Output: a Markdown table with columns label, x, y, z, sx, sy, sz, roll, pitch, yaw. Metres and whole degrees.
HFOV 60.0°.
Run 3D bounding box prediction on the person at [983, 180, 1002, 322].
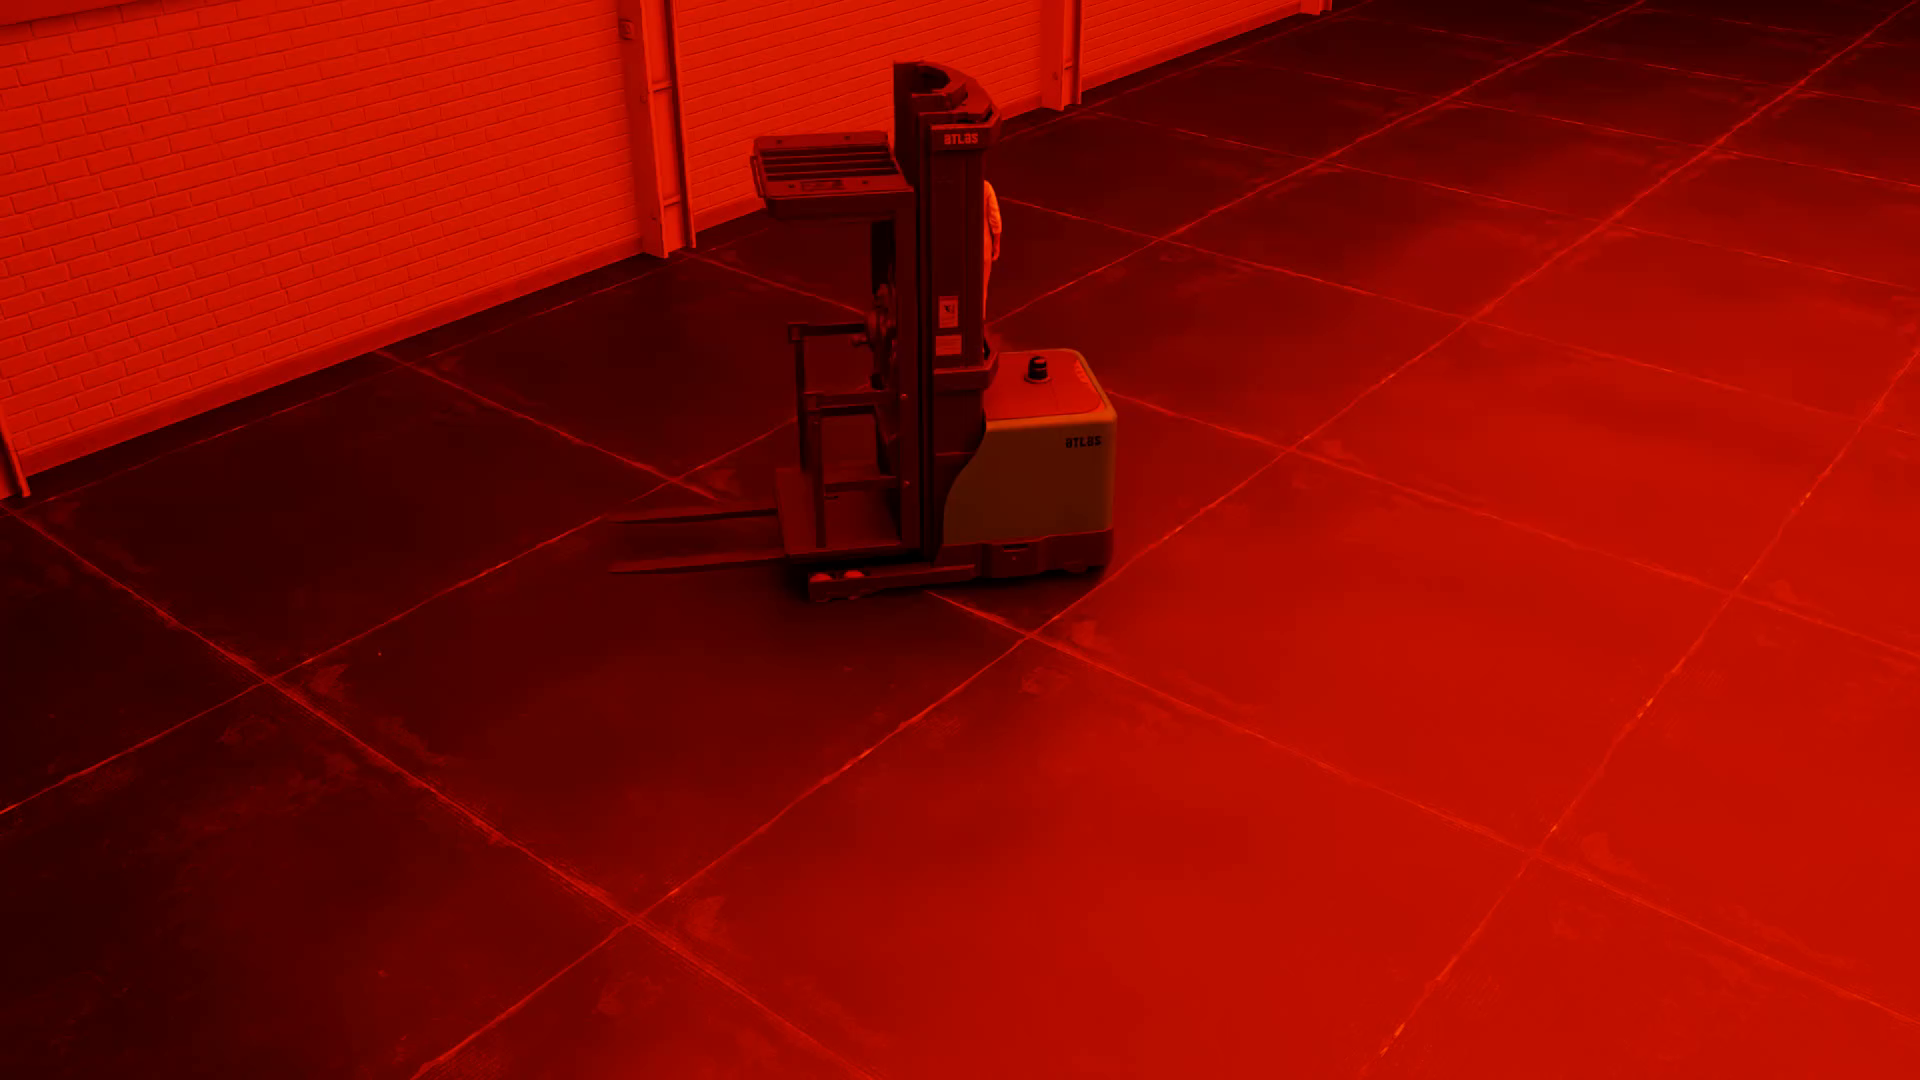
| label | x | y | z | sx | sy | sz | roll | pitch | yaw |
| --- | --- | --- | --- | --- | --- | --- | --- | --- | --- |
| person | 0.060 | -2.220 | 12.780 | 0.518 | 1.623 | 0.513 | 2 | 30 | 3 |

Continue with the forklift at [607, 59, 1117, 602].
| label | x | y | z | sx | sy | sz | roll | pitch | yaw |
| --- | --- | --- | --- | --- | --- | --- | --- | --- | --- |
| forklift | -0.636 | -1.184 | 9.622 | 3.031 | 2.935 | 1.130 | -5 | 31 | -9 |
